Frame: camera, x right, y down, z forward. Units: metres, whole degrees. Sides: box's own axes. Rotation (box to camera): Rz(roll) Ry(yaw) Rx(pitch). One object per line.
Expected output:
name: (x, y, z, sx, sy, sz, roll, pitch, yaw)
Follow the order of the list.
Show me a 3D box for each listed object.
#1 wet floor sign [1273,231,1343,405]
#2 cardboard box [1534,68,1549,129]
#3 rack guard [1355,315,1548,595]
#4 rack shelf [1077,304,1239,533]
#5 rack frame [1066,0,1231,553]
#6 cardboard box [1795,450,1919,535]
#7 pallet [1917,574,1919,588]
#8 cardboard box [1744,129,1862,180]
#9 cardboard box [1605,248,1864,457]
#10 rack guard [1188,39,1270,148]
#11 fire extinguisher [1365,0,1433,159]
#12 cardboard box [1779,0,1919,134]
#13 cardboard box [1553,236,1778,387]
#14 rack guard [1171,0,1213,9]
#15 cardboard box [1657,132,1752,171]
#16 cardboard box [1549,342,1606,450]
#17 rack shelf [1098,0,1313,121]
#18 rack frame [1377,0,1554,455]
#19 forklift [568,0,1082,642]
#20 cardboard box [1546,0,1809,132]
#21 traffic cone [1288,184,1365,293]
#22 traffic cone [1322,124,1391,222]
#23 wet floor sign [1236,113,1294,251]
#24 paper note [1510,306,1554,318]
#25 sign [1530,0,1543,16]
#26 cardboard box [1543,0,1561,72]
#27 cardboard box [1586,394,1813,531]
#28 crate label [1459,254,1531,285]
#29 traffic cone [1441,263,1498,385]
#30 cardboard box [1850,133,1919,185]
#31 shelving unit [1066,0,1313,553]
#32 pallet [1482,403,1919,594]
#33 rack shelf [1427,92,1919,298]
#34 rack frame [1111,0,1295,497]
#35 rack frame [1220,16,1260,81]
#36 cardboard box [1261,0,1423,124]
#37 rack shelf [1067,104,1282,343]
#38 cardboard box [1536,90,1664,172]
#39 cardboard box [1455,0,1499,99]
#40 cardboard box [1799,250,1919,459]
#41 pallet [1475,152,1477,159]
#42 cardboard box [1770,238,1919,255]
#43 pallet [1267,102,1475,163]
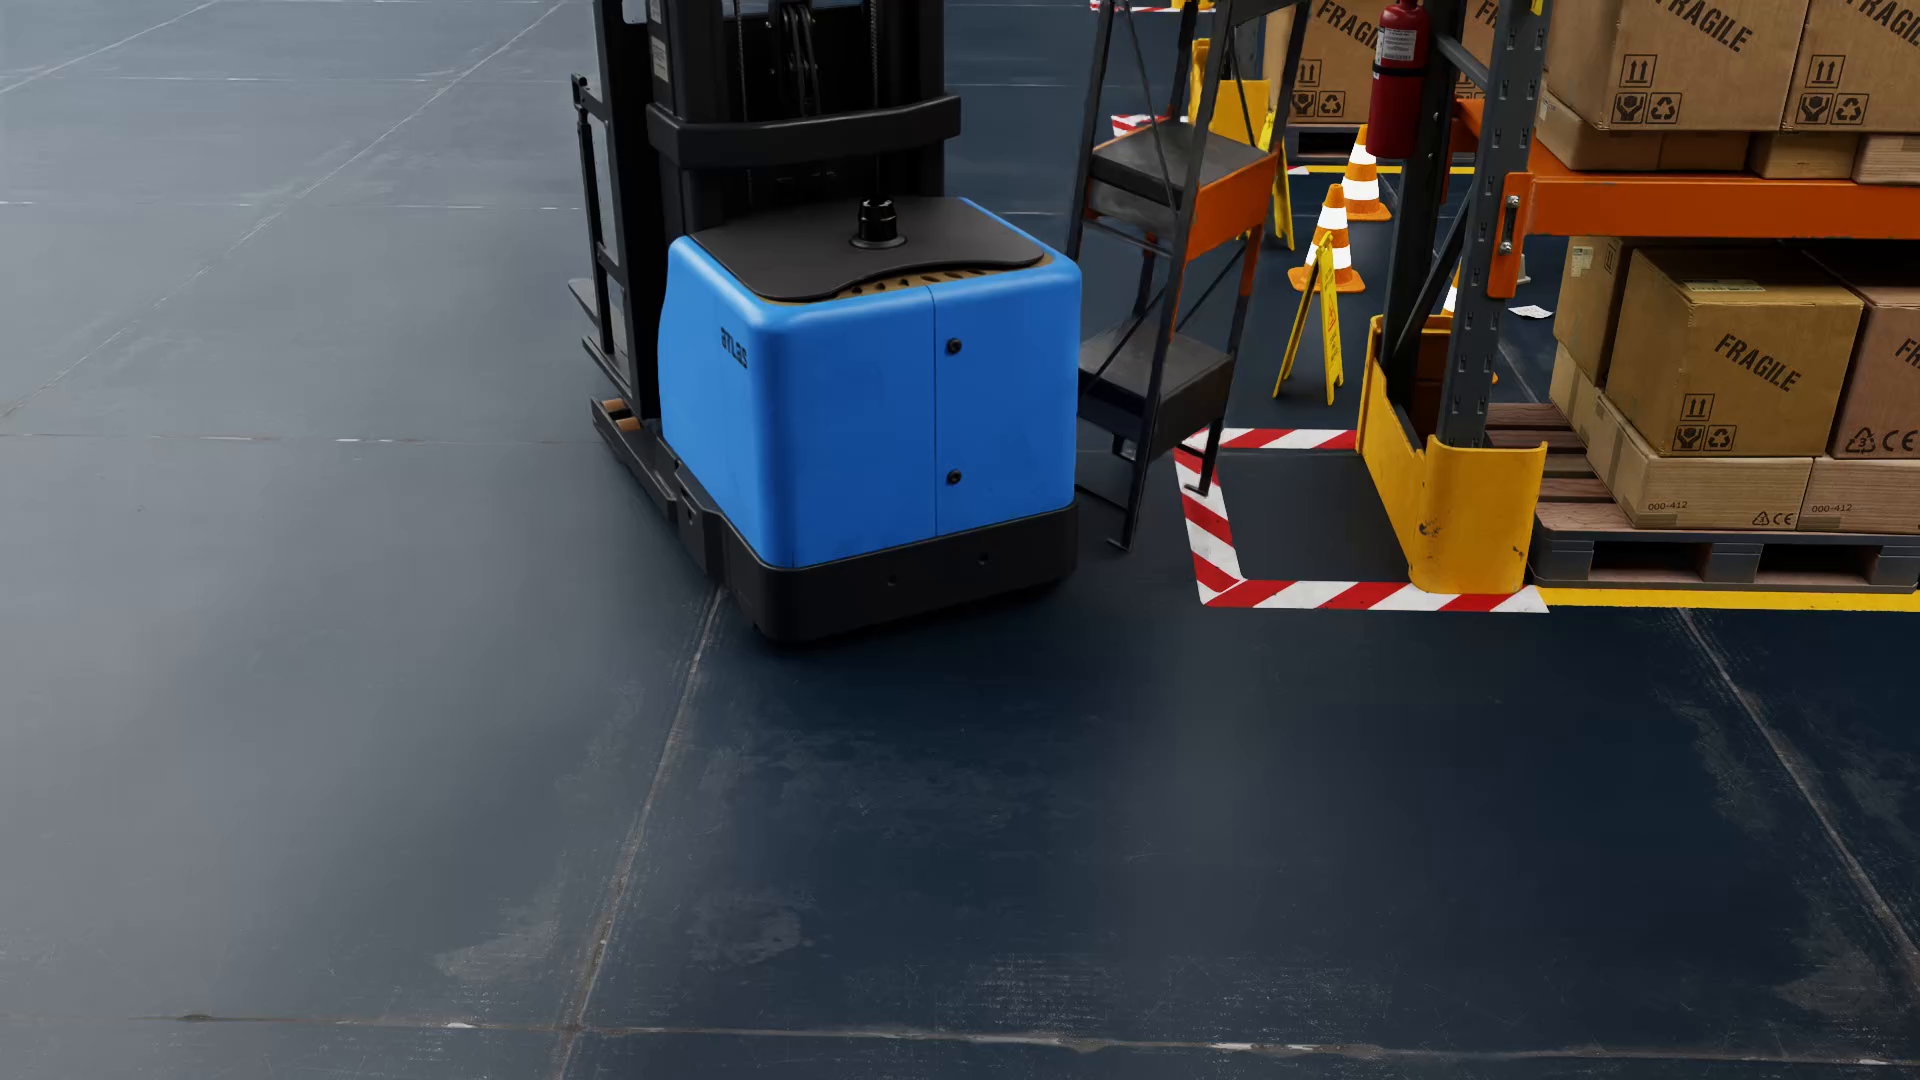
wet floor sign: (1.406, -0.893, 6.562, 0.232, 0.644, 0.267, 11, 30, 19)
cardboard box: (1.940, -1.412, 5.296, 0.250, 0.149, 0.380, 2, 28, 4)
rack guard: (1.634, -0.323, 5.643, 0.348, 0.500, 1.175, 1, 28, 2)
rack shelf: (0.584, -0.413, 5.545, 0.431, 0.518, 0.480, 28, 40, 28)
rack frame: (0.498, -0.901, 4.977, 0.400, 2.100, 0.015, 28, 40, 28)
cardboard box: (2.865, -0.245, 5.314, 0.500, 0.250, 0.500, 2, 28, 4)
pallet: (3.661, -0.144, 5.614, 1.213, 0.211, 1.003, 1, 28, 2)
cardboard box: (2.406, -1.175, 4.850, 0.250, 0.149, 0.380, 0, 28, 0)
cardboard box: (2.379, -0.588, 5.161, 0.500, 0.500, 0.500, 0, 28, 0)
rack guard: (1.608, -2.643, 10.020, 0.348, 0.500, 1.175, 1, 28, 2)
fire extinguisher: (1.460, -1.612, 5.489, 0.183, 0.674, 0.296, 1, 28, 2)
cardboard box: (2.540, -1.460, 4.694, 0.500, 0.500, 0.500, 2, 28, 3)
cardboard box: (2.368, -0.840, 5.636, 0.500, 0.500, 0.500, 1, 28, 2)
rack guard: (1.984, -4.962, 14.394, 0.348, 0.500, 1.175, 1, 28, 2)
cardboard box: (2.143, -1.218, 4.931, 0.250, 0.149, 0.380, 1, 28, 3)
cardboard box: (2.400, -0.512, 5.818, 0.500, 0.250, 0.500, 1, 28, 2)
rack shelf: (0.713, -1.560, 4.754, 0.431, 0.518, 0.480, 28, 40, 28)
rack frame: (1.558, -1.429, 5.060, 0.127, 3.000, 1.000, 1, 28, 2)
forklift: (-0.731, -1.660, 5.569, 1.130, 2.935, 3.031, -13, 31, -23)
cardboard box: (2.022, -1.467, 4.707, 0.500, 0.500, 0.500, 1, 28, 1)
traffic cone: (1.733, -1.430, 7.771, 0.334, 0.463, 0.336, 1, 28, 2)
traffic cone: (2.113, -1.953, 8.758, 0.334, 0.463, 0.336, 1, 28, 2)
wet floor sign: (1.533, -1.781, 8.238, 0.232, 0.644, 0.267, -4, 28, -7)
paper note: (2.573, -1.033, 7.484, 0.142, 0.019, 0.148, -9, 29, -16)
sign: (1.539, -1.557, 4.378, 0.005, 0.325, 0.100, 1, 28, 2)
cardboard box: (2.111, -1.724, 5.194, 0.500, 0.500, 0.500, 0, 28, 1)
cardboard box: (2.355, -0.257, 5.337, 0.500, 0.250, 0.500, 1, 28, 1)
crate label: (2.521, -1.302, 7.877, 0.298, 0.136, 0.250, -14, 31, -24)
traffic cone: (2.034, -0.905, 6.780, 0.334, 0.463, 0.336, 1, 28, 2)
cardboard box: (2.658, -1.150, 4.802, 0.250, 0.149, 0.380, 1, 28, 3)
shelving unit: (0.650, -0.998, 5.142, 0.431, 2.100, 0.503, 28, 40, 28)
pallet: (2.445, -0.166, 5.654, 1.213, 0.211, 1.003, 1, 28, 2)
rack shelf: (3.557, -1.078, 5.166, 4.000, 0.370, 1.077, 1, 28, 2)
rack frame: (0.801, -1.095, 5.307, 0.400, 2.100, 0.015, 28, 40, 28)
rack frame: (1.632, -3.747, 9.434, 0.127, 3.000, 1.000, 1, 28, 2)
cardboard box: (2.312, -3.014, 9.871, 0.875, 0.875, 0.875, 1, 28, 2)
rack shelf: (0.648, -0.987, 5.150, 0.431, 0.518, 0.480, 28, 40, 28)
cardboard box: (1.891, -1.215, 4.926, 0.250, 0.149, 0.380, 1, 28, 2)
cardboard box: (3.192, -3.000, 9.845, 0.875, 0.875, 0.875, 1, 28, 1)
cardboard box: (2.901, -0.581, 5.148, 0.500, 0.500, 0.500, 0, 28, 0)
pallet: (3.650, -2.517, 10.091, 1.213, 0.211, 1.003, 1, 28, 2)
cardboard box: (2.890, -0.833, 5.622, 0.500, 0.500, 0.500, 2, 28, 4)
pallet: (2.434, -2.539, 10.131, 1.213, 0.211, 1.003, 1, 28, 2)
